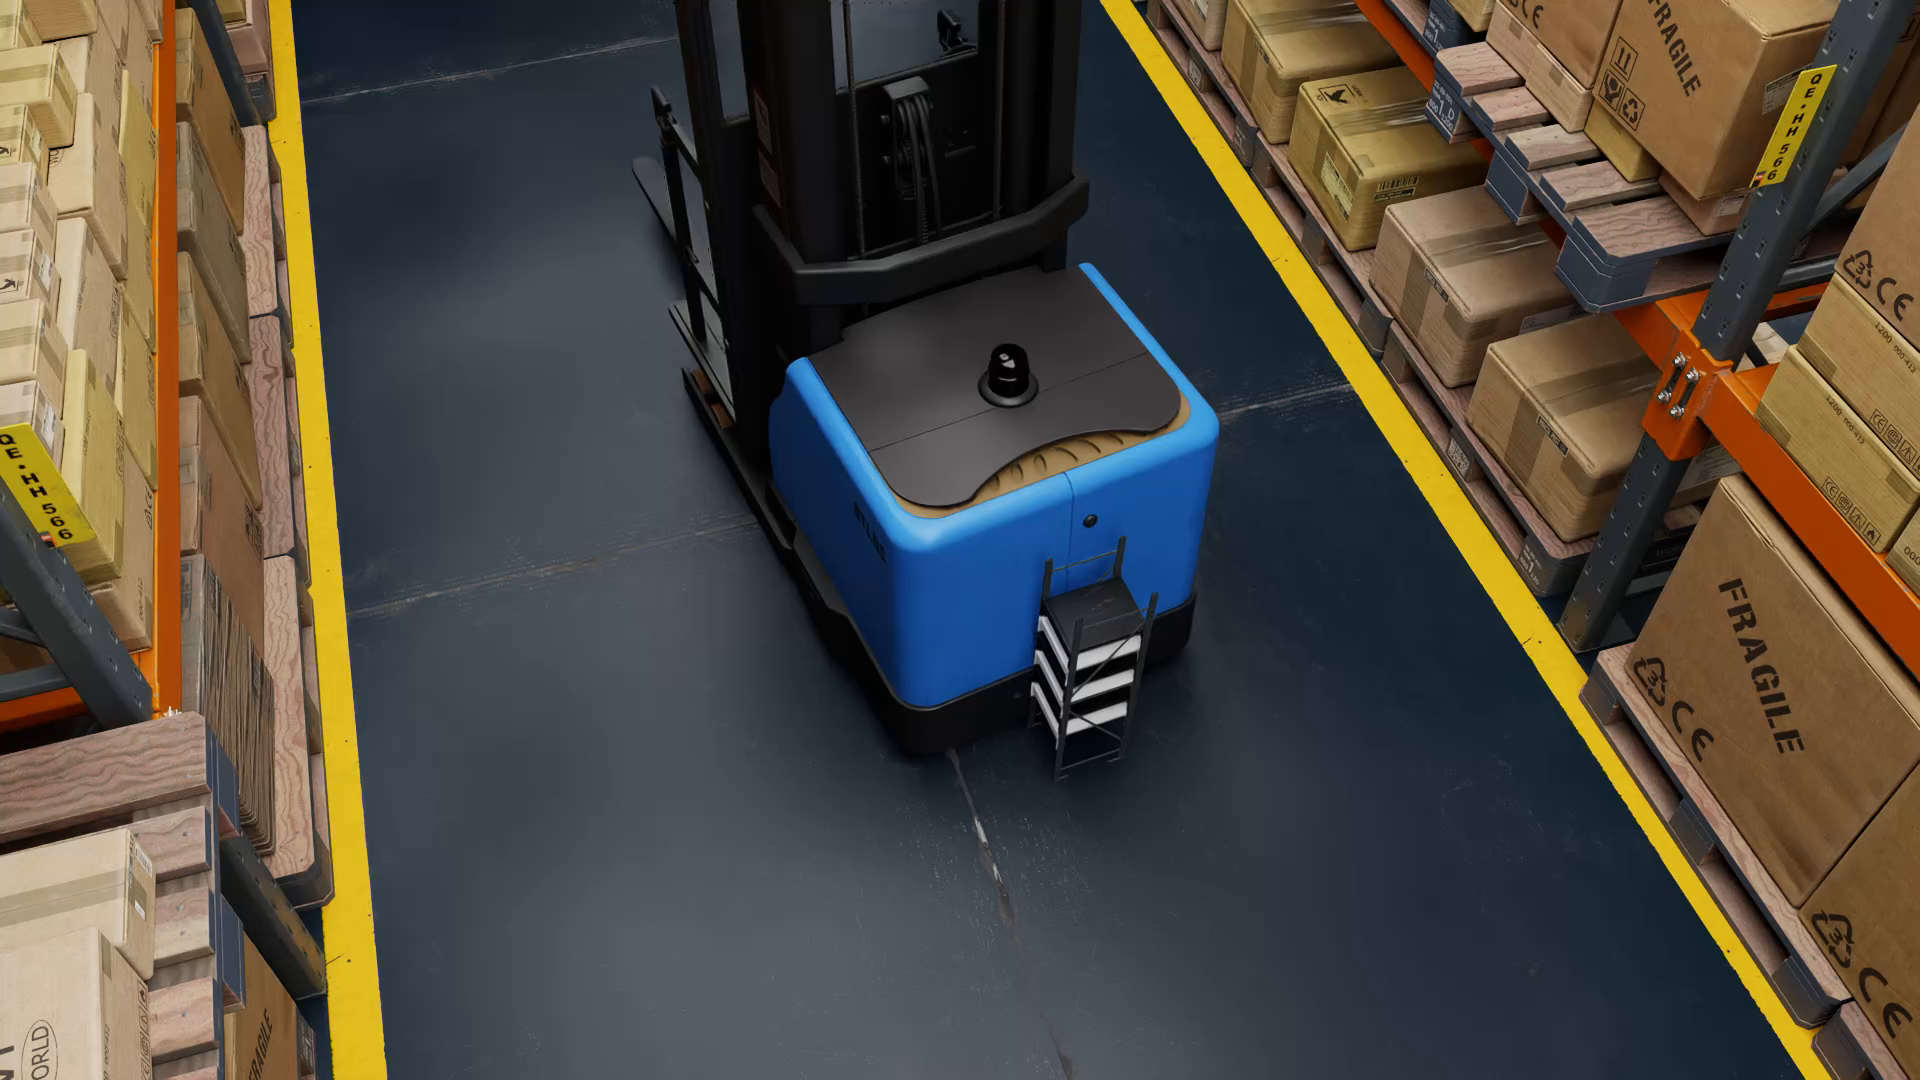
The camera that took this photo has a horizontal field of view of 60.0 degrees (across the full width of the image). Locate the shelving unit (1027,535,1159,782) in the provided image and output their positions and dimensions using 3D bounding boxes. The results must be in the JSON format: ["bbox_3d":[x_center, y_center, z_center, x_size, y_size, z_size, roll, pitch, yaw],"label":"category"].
[{"bbox_3d":[0.371,0.366,4.845,0.258,0.900,0.210,-17,56,-14],"label":"shelving unit"}]

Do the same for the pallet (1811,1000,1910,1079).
[{"bbox_3d":[2.986,1.634,4.234,1.003,0.211,1.213,-13,51,-11],"label":"pallet"}]

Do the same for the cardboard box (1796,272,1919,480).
[{"bbox_3d":[2.381,-0.433,3.925,0.500,0.250,0.500,-14,51,-11],"label":"cardboard box"}]

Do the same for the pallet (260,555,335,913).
[{"bbox_3d":[-2.479,0.667,5.050,1.003,0.211,1.213,-13,51,-11],"label":"pallet"}]

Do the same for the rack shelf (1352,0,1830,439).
[{"bbox_3d":[1.876,-1.975,5.924,1.077,0.370,4.000,-13,51,-11],"label":"rack shelf"}]

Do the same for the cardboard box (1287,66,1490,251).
[{"bbox_3d":[1.865,-1.542,6.532,0.950,0.372,0.625,-12,51,-10],"label":"cardboard box"}]

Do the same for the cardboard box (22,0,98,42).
[{"bbox_3d":[-2.584,-1.482,4.548,0.380,0.149,0.250,-15,51,-12],"label":"cardboard box"}]

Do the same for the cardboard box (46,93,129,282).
[{"bbox_3d":[-2.455,-0.866,4.289,0.500,0.250,0.500,-14,51,-12],"label":"cardboard box"}]

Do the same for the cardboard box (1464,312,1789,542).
[{"bbox_3d":[2.310,-0.450,5.611,0.950,0.372,0.625,-16,52,-13],"label":"cardboard box"}]

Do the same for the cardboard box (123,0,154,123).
[{"bbox_3d":[-2.786,-1.450,5.109,0.500,0.250,0.500,-13,51,-11],"label":"cardboard box"}]

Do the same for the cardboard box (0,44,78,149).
[{"bbox_3d":[-2.478,-1.103,4.228,0.380,0.149,0.250,-12,51,-10],"label":"cardboard box"}]

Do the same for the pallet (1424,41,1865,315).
[{"bbox_3d":[2.155,-1.181,4.909,1.213,0.211,1.003,-13,51,-11],"label":"pallet"}]

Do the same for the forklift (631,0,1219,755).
[{"bbox_3d":[-0.362,-1.426,5.035,1.130,2.935,3.031,-21,53,-17],"label":"forklift"}]

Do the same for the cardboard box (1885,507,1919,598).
[{"bbox_3d":[2.541,0.087,3.813,0.500,0.250,0.500,-15,51,-12],"label":"cardboard box"}]

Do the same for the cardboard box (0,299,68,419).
[{"bbox_3d":[-2.166,-0.357,3.599,0.380,0.149,0.250,-12,51,-10],"label":"cardboard box"}]

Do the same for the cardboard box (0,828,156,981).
[{"bbox_3d":[-1.712,0.717,3.073,0.380,0.149,0.250,-12,51,-10],"label":"cardboard box"}]

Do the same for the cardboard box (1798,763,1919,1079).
[{"bbox_3d":[2.852,0.979,4.078,0.875,0.875,0.875,-13,51,-11],"label":"cardboard box"}]

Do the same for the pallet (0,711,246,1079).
[{"bbox_3d":[-2.006,0.919,3.138,1.213,0.211,1.003,-13,51,-11],"label":"pallet"}]

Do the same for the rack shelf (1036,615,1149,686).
[{"bbox_3d":[0.375,0.279,4.727,0.258,0.077,0.200,-17,56,-14],"label":"rack shelf"}]

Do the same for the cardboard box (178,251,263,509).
[{"bbox_3d":[-2.845,-0.417,5.418,0.875,0.625,0.625,-15,52,-12],"label":"cardboard box"}]

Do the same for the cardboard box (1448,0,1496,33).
[{"bbox_3d":[1.718,-1.724,5.131,0.380,0.149,0.250,-13,51,-10],"label":"cardboard box"}]

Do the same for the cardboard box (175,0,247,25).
[{"bbox_3d":[-3.304,-2.376,6.988,0.500,0.250,0.500,-14,51,-11],"label":"cardboard box"}]

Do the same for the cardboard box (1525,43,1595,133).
[{"bbox_3d":[1.880,-1.341,4.808,0.380,0.149,0.250,-14,51,-11],"label":"cardboard box"}]

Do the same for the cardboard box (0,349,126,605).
[{"bbox_3d":[-2.147,-0.119,3.660,0.500,0.250,0.500,-13,51,-11],"label":"cardboard box"}]

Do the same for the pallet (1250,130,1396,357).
[{"bbox_3d":[1.881,-1.308,6.715,1.003,0.211,1.213,-13,51,-11],"label":"pallet"}]

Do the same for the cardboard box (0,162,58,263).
[{"bbox_3d":[-2.356,-0.727,3.911,0.380,0.149,0.250,-13,51,-11],"label":"cardboard box"}]

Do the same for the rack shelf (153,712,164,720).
[{"bbox_3d":[-1.682,2.071,2.513,1.077,0.370,4.000,-13,51,-11],"label":"rack shelf"}]

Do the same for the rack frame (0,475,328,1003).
[{"bbox_3d":[-2.273,0.378,3.469,1.000,3.000,0.127,-13,51,-11],"label":"rack frame"}]

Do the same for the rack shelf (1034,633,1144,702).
[{"bbox_3d":[0.373,0.332,4.799,0.258,0.077,0.200,-17,56,-14],"label":"rack shelf"}]

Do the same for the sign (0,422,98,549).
[{"bbox_3d":[-1.758,-0.099,3.166,0.100,0.325,0.005,-13,51,-11],"label":"sign"}]

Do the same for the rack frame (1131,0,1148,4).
[{"bbox_3d":[1.284,-3.668,6.880,1.000,3.000,0.127,-13,51,-11],"label":"rack frame"}]

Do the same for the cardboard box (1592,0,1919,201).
[{"bbox_3d":[2.067,-1.279,4.332,0.500,0.500,0.500,-15,51,-12],"label":"cardboard box"}]

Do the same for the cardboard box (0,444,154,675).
[{"bbox_3d":[-2.171,0.047,3.846,0.500,0.250,0.500,-13,51,-11],"label":"cardboard box"}]

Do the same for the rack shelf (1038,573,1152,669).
[{"bbox_3d":[0.377,0.225,4.654,0.258,0.077,0.200,-17,56,-14],"label":"rack shelf"}]

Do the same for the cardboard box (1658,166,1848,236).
[{"bbox_3d":[2.146,-0.987,4.510,0.380,0.149,0.250,-12,51,-10],"label":"cardboard box"}]

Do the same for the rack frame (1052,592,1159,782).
[{"bbox_3d":[0.408,0.442,4.789,0.240,0.900,0.006,-17,56,-14],"label":"rack frame"}]

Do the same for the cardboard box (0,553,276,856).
[{"bbox_3d":[-2.445,0.550,4.603,0.875,0.625,0.625,-12,51,-10],"label":"cardboard box"}]

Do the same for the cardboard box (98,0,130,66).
[{"bbox_3d":[-2.762,-1.606,4.913,0.500,0.250,0.500,-12,51,-10],"label":"cardboard box"}]

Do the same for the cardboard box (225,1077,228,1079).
[{"bbox_3d":[-1.775,1.335,3.598,0.380,0.149,0.250,-16,52,-13],"label":"cardboard box"}]

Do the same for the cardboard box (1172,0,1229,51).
[{"bbox_3d":[1.442,-2.574,7.402,0.950,0.372,0.625,-13,51,-11],"label":"cardboard box"}]

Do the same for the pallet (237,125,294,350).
[{"bbox_3d":[-3.201,-1.115,6.552,1.003,0.211,1.213,-13,51,-11],"label":"pallet"}]

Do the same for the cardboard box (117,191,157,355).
[{"bbox_3d":[-2.474,-0.696,4.473,0.500,0.250,0.500,-15,51,-12],"label":"cardboard box"}]

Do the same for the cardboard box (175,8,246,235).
[{"bbox_3d":[-3.291,-1.534,6.360,0.875,0.625,0.625,-11,51,-9],"label":"cardboard box"}]
